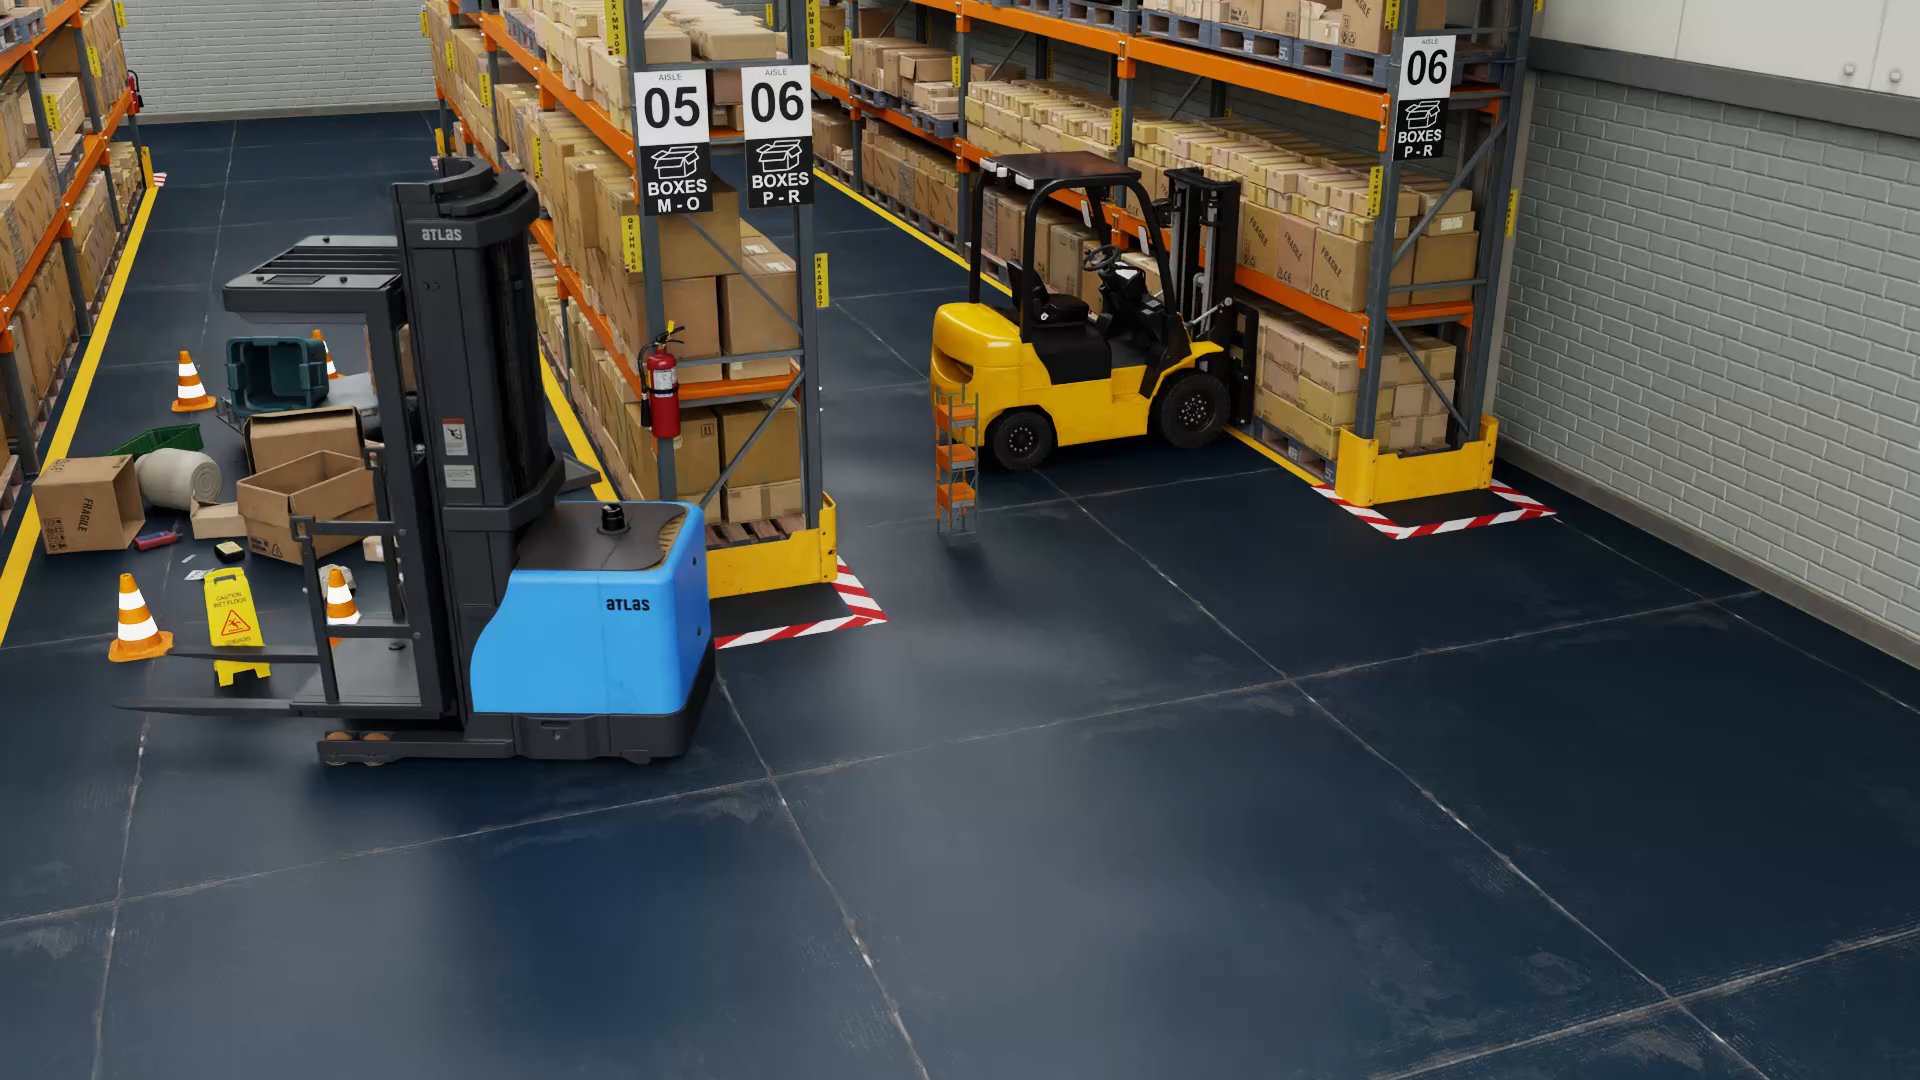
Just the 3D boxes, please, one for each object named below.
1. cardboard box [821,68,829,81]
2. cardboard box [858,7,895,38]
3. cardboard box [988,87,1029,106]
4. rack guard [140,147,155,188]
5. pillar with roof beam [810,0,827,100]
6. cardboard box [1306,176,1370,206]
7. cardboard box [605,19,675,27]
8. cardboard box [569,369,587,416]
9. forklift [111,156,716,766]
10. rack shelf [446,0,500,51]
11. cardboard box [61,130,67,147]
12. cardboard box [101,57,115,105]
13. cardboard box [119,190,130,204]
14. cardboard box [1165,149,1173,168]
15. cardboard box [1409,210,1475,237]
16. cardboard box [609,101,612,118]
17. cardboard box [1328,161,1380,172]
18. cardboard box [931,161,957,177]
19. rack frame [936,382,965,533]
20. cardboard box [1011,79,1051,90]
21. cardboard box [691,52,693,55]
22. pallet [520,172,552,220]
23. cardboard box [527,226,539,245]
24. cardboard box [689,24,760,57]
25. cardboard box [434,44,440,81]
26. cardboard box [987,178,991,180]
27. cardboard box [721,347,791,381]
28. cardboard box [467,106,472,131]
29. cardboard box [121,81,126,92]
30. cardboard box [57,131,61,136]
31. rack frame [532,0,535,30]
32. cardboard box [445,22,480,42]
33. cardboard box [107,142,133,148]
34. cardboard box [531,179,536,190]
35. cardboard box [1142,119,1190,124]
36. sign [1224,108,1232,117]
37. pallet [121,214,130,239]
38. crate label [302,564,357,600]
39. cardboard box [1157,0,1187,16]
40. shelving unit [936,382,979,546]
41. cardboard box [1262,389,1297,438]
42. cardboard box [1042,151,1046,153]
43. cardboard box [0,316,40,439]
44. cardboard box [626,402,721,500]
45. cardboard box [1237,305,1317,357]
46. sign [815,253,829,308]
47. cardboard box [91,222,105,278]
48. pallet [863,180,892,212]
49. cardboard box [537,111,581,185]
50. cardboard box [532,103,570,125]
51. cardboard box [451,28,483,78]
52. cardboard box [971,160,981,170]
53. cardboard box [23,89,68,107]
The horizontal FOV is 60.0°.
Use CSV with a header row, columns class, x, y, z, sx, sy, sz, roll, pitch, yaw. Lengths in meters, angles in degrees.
class,x,y,z,sx,sy,sz,roll,pitch,yaw
cardboard box,-1.703,-6.459,23.035,0.380,0.149,0.250,-9,24,-20
cardboard box,-1.221,-7.114,23.110,0.500,0.500,0.500,-9,24,-20
cardboard box,0.517,-4.671,17.507,0.380,0.149,0.250,-8,24,-18
rack guard,-11.568,-4.998,22.465,1.175,0.500,0.348,-8,24,-19
pillar with roof beam,-6.494,-10.853,25.414,9.100,9.000,0.400,-8,24,-19
cardboard box,2.738,-2.522,12.026,0.380,0.149,0.250,-8,24,-18
cardboard box,-1.947,-3.085,10.141,0.380,0.149,0.250,-8,24,-19
cardboard box,-2.804,-1.208,13.254,0.500,0.250,0.500,-10,25,-21
forklift,-2.892,-0.399,8.422,3.031,2.935,1.130,1,23,1
rack shelf,-4.880,-5.764,18.128,1.077,0.370,4.000,-8,24,-19
cardboard box,-9.208,-4.020,16.709,0.380,0.149,0.250,-8,24,-18
cardboard box,-10.446,-5.489,19.899,0.500,0.500,0.500,-9,24,-20
cardboard box,-10.506,-4.246,20.593,0.380,0.149,0.250,-9,24,-20
cardboard box,1.960,-3.224,14.073,0.380,0.149,0.250,-8,24,-19
cardboard box,3.418,-2.266,11.801,0.380,0.149,0.250,-9,24,-20
cardboard box,-1.915,-2.625,10.077,0.380,0.149,0.250,-8,24,-17
cardboard box,3.019,-2.774,12.622,0.380,0.149,0.250,-8,24,-17
cardboard box,-0.119,-4.351,19.554,0.380,0.149,0.250,-9,25,-21
rack frame,-0.062,-0.548,11.197,0.200,1.050,0.008,-8,24,-19
cardboard box,0.773,-4.924,18.106,0.380,0.149,0.250,-8,24,-17
cardboard box,-1.444,-2.934,10.296,0.500,0.250,0.500,-9,24,-20
pallet,-3.435,-3.185,15.191,1.003,0.211,1.213,-8,24,-19
cardboard box,-4.339,-3.464,17.800,0.875,0.875,0.875,-9,24,-19
cardboard box,-1.385,-2.960,9.846,0.380,0.149,0.250,-8,24,-19
cardboard box,-6.893,-6.546,22.790,0.500,0.500,0.500,-9,24,-20
cardboard box,0.428,-4.083,19.754,0.500,0.500,0.500,-8,24,-19
cardboard box,-1.273,-1.116,10.359,0.380,0.149,0.250,-8,24,-19
cardboard box,-5.327,-4.799,18.966,0.500,0.250,0.500,-9,24,-19
cardboard box,-11.215,-5.982,21.905,0.380,0.149,0.250,-8,24,-19
cardboard box,-9.123,-4.066,16.434,0.380,0.149,0.250,-8,24,-19
rack frame,-2.760,-5.298,12.233,1.000,3.000,0.127,-8,24,-19
cardboard box,-6.011,-6.081,20.398,0.500,0.500,0.500,-9,24,-19
cardboard box,-11.170,-5.174,22.028,0.380,0.149,0.250,-8,24,-18
cardboard box,-3.495,-3.039,14.382,0.380,0.149,0.250,-8,24,-19
cardboard box,1.913,-3.823,15.493,0.380,0.149,0.250,-9,25,-21
sign,2.401,-3.728,15.016,0.100,0.325,0.005,-8,24,-19
pallet,-10.452,-3.678,19.706,1.003,0.211,1.213,-8,24,-19
crate label,-3.960,0.259,10.460,0.298,0.136,0.250,18,29,36
cardboard box,1.948,-4.461,13.555,0.500,0.311,0.500,-8,24,-18
shelving unit,-0.019,-0.503,11.092,0.215,1.050,0.252,-8,24,-19
cardboard box,2.667,-0.998,12.756,0.500,0.250,0.500,-8,24,-19
cardboard box,1.130,-3.660,16.266,0.500,0.250,0.500,-8,24,-19
cardboard box,-7.659,-1.188,12.561,1.050,0.750,0.750,-8,24,-19
cardboard box,-1.874,-0.607,10.863,0.500,0.500,0.500,-8,24,-19
cardboard box,2.467,-1.641,12.993,0.500,0.250,0.500,-8,24,-18
sign,-0.839,-1.553,9.959,0.100,0.325,0.005,-8,24,-19
cardboard box,-9.146,-2.973,17.118,0.500,0.500,0.500,-9,24,-20
pallet,-0.621,-4.547,21.767,1.003,0.211,1.213,-8,24,-19
cardboard box,-2.807,-2.988,12.677,0.700,0.500,0.500,-9,24,-20
cardboard box,-3.390,-3.594,14.028,0.380,0.149,0.250,-9,25,-21
cardboard box,-5.700,-5.748,19.609,0.500,0.500,0.500,-8,24,-18
cardboard box,0.345,-4.422,19.721,0.380,0.149,0.250,-8,24,-18
cardboard box,-9.495,-4.580,17.272,0.380,0.149,0.250,-9,25,-21
